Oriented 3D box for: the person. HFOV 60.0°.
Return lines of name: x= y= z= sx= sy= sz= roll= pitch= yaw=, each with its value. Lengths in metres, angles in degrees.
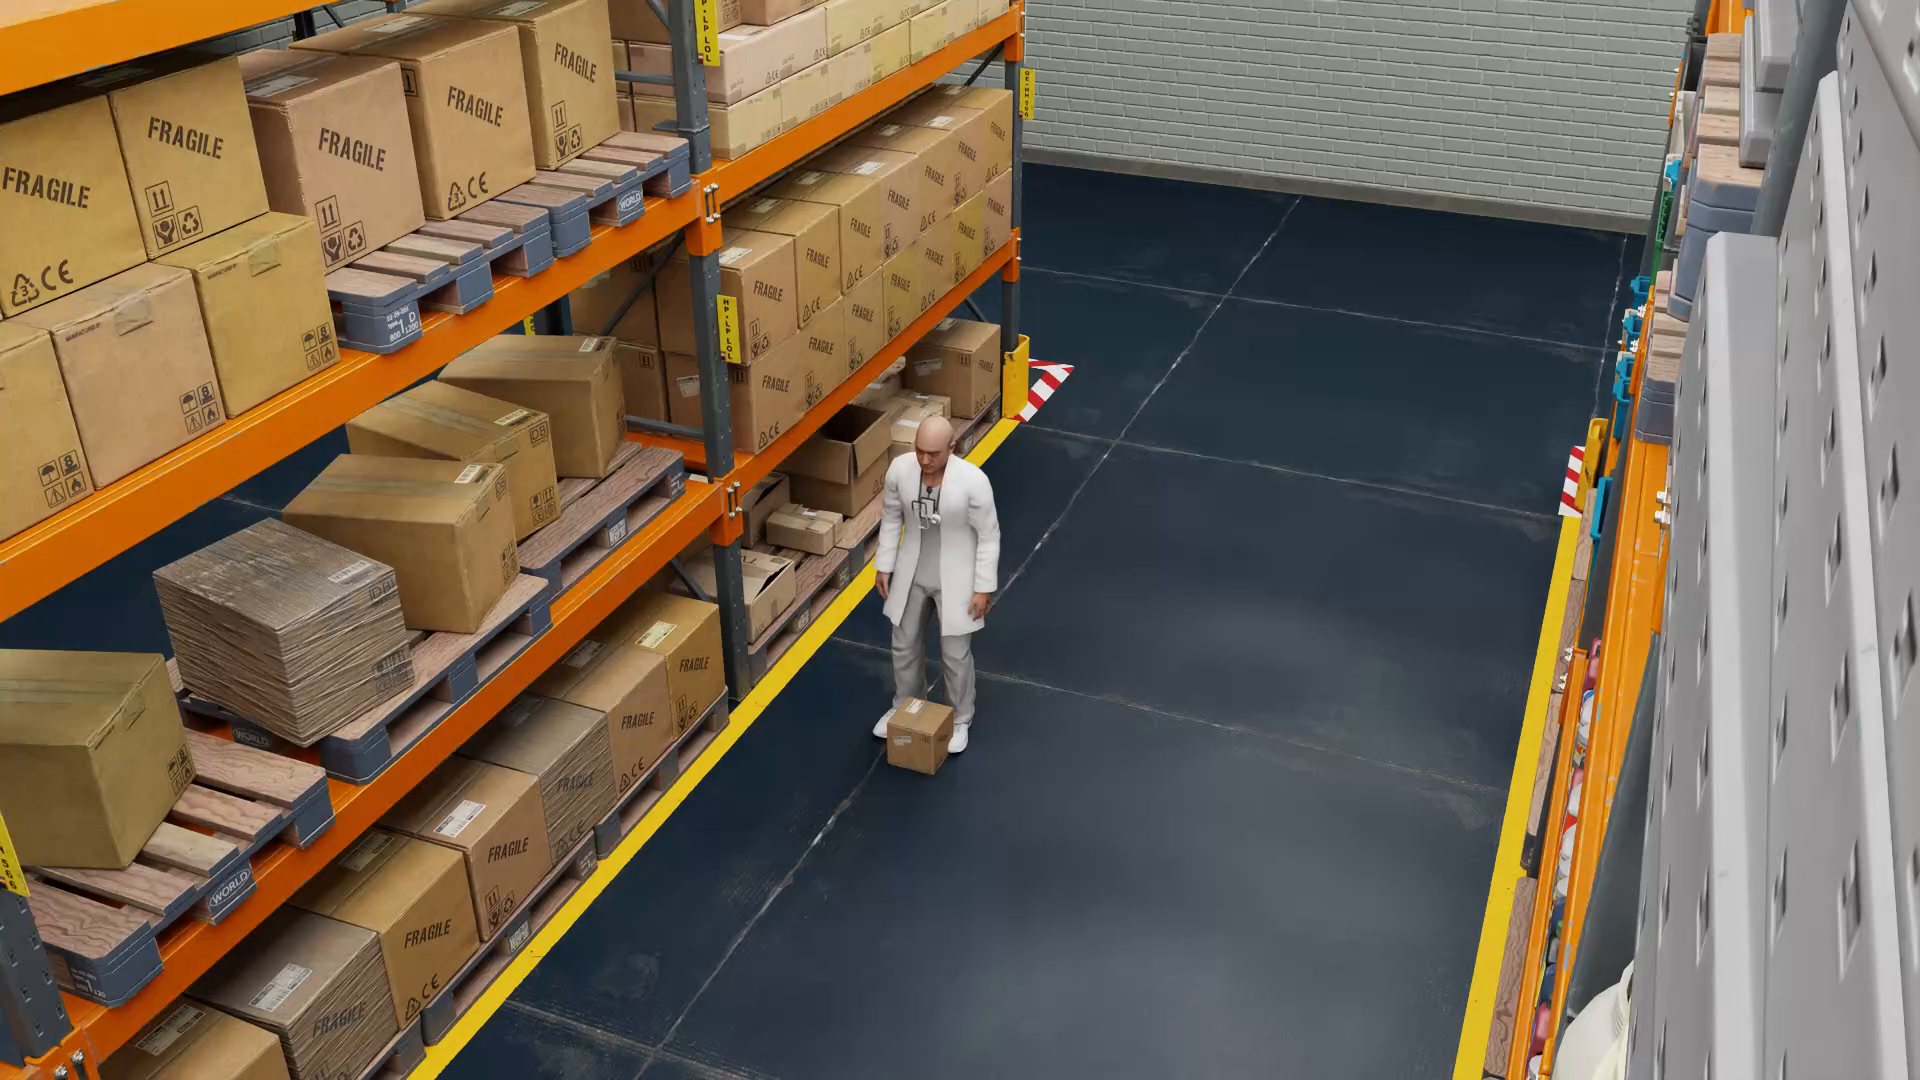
person: x=-0.119 y=0.193 z=8.075 sx=0.644 sy=1.774 sz=0.425 roll=11 pitch=31 yaw=20
